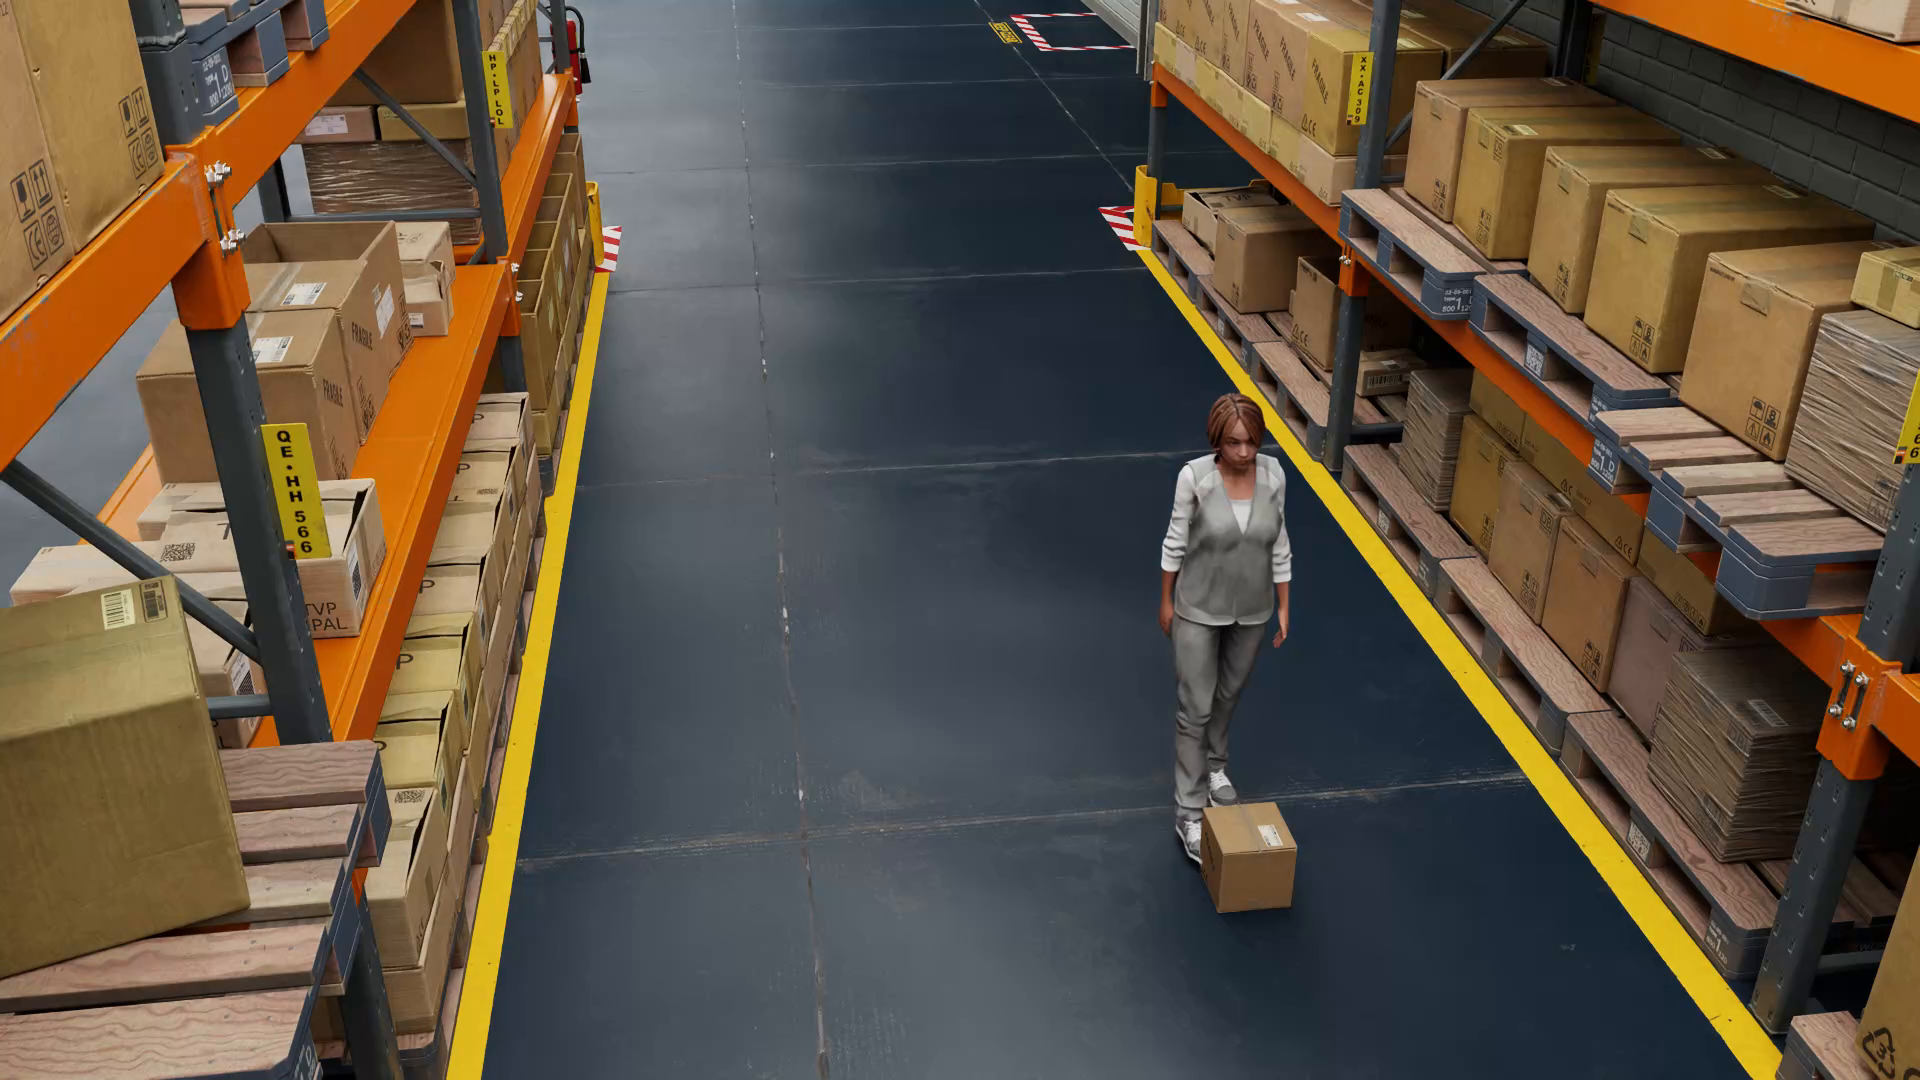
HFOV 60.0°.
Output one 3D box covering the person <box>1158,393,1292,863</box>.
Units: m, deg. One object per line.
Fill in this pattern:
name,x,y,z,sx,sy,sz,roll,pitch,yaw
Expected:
person,0.924,0.285,5.567,0.425,1.592,0.586,-6,28,-11
